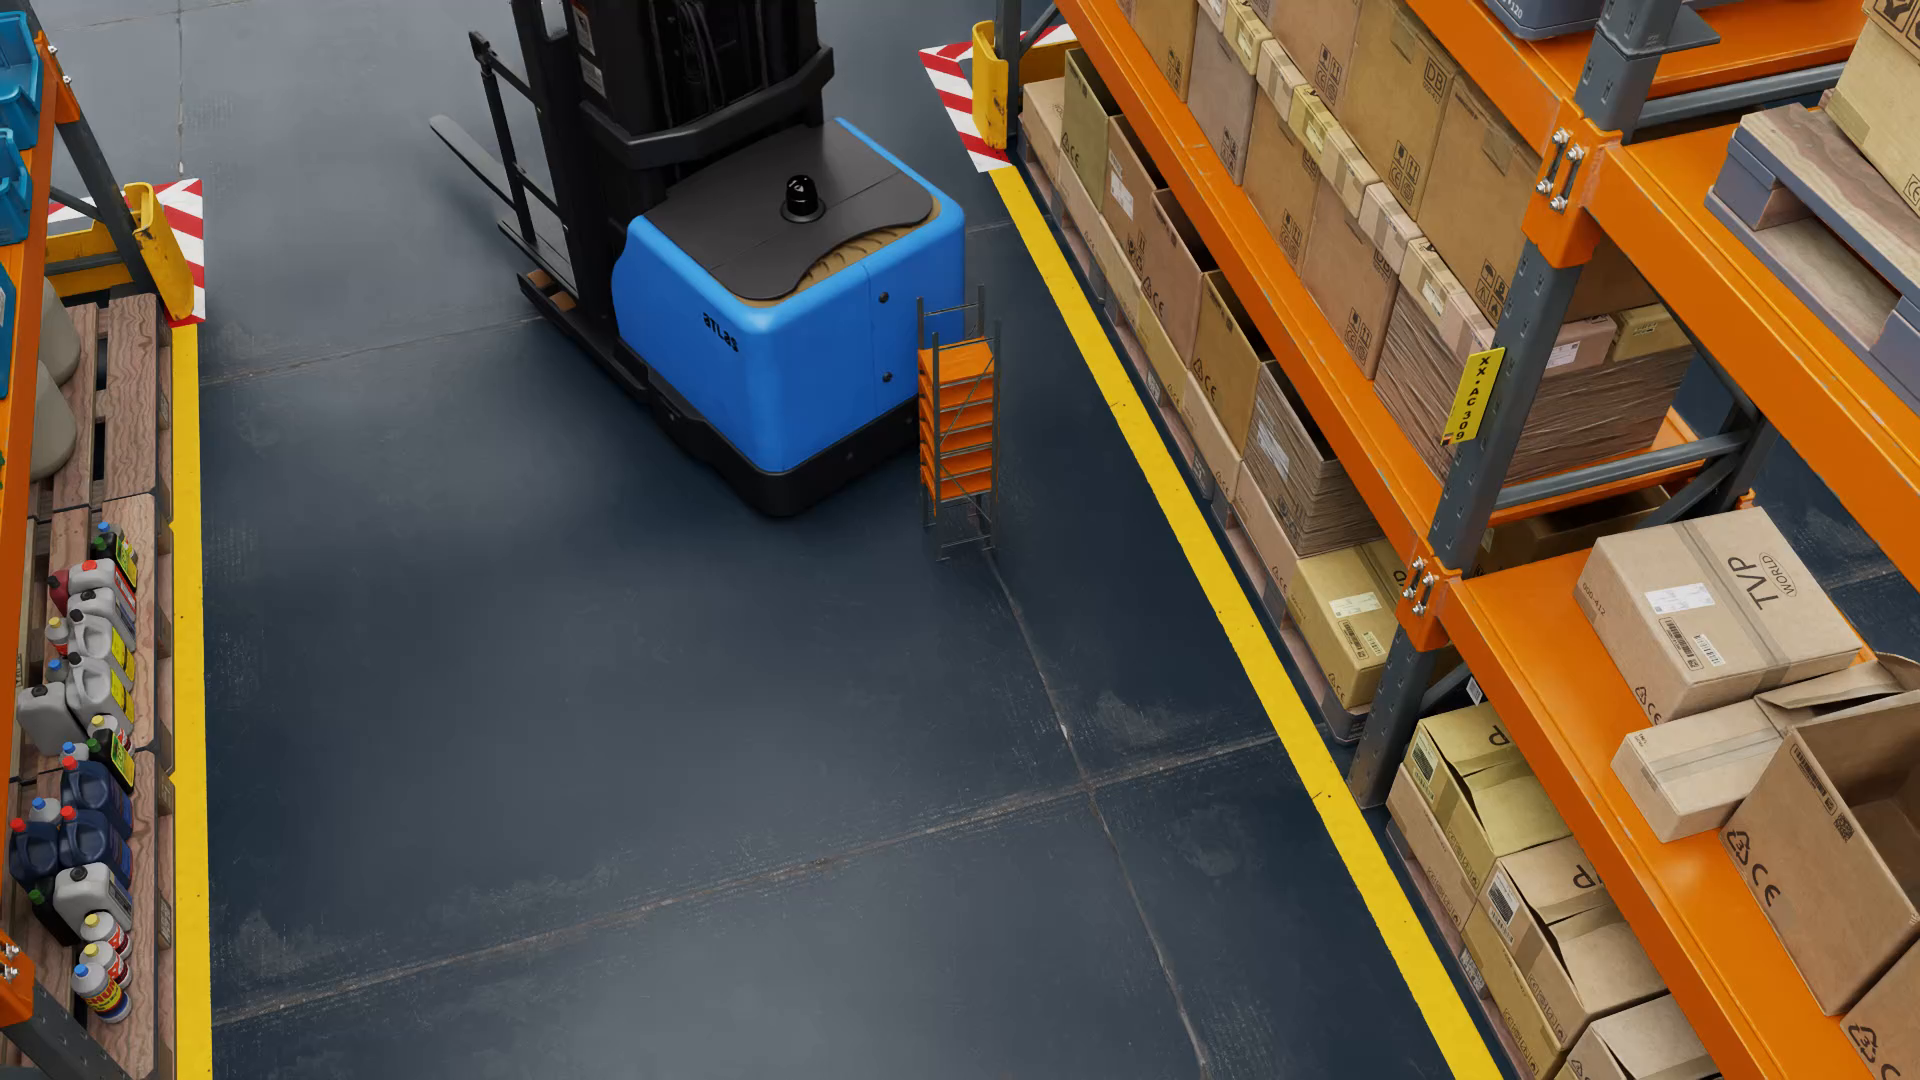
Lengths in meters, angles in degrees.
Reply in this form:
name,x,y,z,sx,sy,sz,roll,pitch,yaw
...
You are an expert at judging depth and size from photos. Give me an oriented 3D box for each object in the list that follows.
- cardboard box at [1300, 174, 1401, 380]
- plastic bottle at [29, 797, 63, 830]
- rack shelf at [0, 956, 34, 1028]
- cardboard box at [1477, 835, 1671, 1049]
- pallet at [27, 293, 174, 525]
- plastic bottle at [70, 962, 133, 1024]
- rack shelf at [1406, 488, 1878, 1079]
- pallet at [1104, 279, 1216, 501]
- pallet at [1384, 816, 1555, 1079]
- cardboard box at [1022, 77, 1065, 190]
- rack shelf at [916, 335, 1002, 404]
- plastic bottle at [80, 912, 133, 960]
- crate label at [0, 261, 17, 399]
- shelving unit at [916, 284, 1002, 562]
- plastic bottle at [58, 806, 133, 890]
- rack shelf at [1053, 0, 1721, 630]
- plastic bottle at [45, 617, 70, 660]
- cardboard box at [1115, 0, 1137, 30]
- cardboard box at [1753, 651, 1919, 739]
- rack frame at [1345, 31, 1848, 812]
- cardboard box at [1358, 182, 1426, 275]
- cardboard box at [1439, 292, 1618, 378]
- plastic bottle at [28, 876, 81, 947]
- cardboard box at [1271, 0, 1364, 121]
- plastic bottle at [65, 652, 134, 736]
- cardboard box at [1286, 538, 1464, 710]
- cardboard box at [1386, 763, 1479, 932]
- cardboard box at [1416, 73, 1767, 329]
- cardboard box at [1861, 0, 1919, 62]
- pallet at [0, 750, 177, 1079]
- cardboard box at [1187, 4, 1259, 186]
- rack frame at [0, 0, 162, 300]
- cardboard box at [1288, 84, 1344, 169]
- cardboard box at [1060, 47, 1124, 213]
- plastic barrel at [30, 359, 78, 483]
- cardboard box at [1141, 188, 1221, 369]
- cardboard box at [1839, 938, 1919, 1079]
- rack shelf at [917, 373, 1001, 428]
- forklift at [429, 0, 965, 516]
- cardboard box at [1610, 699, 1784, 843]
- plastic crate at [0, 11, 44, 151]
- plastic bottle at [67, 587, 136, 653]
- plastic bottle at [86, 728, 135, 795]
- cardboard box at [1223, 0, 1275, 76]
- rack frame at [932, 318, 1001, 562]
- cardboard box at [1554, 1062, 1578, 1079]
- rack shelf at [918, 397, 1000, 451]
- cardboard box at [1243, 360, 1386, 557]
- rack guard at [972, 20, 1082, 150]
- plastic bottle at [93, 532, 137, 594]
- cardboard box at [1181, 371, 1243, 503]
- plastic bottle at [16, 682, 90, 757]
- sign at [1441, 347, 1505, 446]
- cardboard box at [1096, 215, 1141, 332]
name,x,y,z,sx,sy,sz,roll,pitch,yaw
cardboard box,1.544,-0.925,5.292,0.700,0.500,0.500,-14,51,-11
plastic bottle,-2.890,0.906,5.310,0.097,0.271,0.097,0,50,0
rack shelf,-2.298,2.623,2.837,1.077,0.370,4.000,-13,51,-11
cardboard box,1.871,1.109,4.800,0.500,0.311,0.500,-14,51,-11
pallet,-3.769,-0.453,6.783,1.003,0.211,1.213,-13,51,-11
plastic bottle,-2.565,1.336,4.948,0.097,0.271,0.097,0,50,0
rack shelf,2.435,1.506,3.779,1.077,0.370,4.000,-13,51,-11
pallet,1.284,-0.771,7.051,1.003,0.211,1.213,-13,51,-11
pallet,2.099,1.241,5.355,1.003,0.211,1.213,-13,51,-11
cardboard box,0.607,-1.915,7.716,0.500,0.250,0.500,-13,51,-11
rack shelf,-0.004,-0.601,5.849,0.258,0.103,0.180,-13,51,-11
plastic bottle,-2.625,1.210,5.100,0.097,0.201,0.097,0,50,0
crate label,-3.269,-0.719,5.161,0.502,0.435,0.616,-13,51,-11
shelving unit,-0.004,-0.397,6.090,0.258,1.200,0.189,-13,51,-11
plastic bottle,-2.731,0.959,5.214,0.144,0.351,0.185,-12,51,-10
rack shelf,1.252,-1.415,6.242,1.077,0.370,4.000,-13,51,-11
plastic bottle,-3.134,0.345,5.829,0.097,0.201,0.097,0,50,0
cardboard box,0.947,-2.414,6.547,0.700,0.500,0.500,-12,51,-10
cardboard box,2.279,0.457,4.280,0.396,0.266,0.258,-14,51,-12
rack frame,1.844,-0.187,4.735,1.000,3.000,0.127,-13,51,-11
cardboard box,1.408,-0.950,4.889,0.380,0.149,0.250,-15,51,-12
cardboard box,1.559,-0.578,4.575,0.380,0.149,0.250,-13,51,-11
plastic bottle,-2.788,1.127,5.116,0.061,0.283,0.133,-13,51,-11
cardboard box,1.408,-1.694,5.092,0.700,0.500,0.500,-13,51,-11
plastic bottle,-2.913,0.511,5.592,0.144,0.351,0.185,-14,51,-11
cardboard box,1.498,0.275,5.870,0.500,0.250,0.500,-13,51,-11
cardboard box,1.726,0.915,5.330,0.500,0.250,0.500,-14,51,-12
cardboard box,1.707,-0.960,4.473,0.700,0.500,0.500,-13,51,-11
cardboard box,1.989,-1.023,2.811,0.500,0.500,0.500,-13,51,-11
pallet,-3.048,1.329,5.281,1.003,0.211,1.213,-13,51,-11
cardboard box,1.247,-1.666,5.917,0.700,0.500,0.500,-12,51,-10
rack frame,-4.072,-1.991,6.256,1.000,3.000,0.127,-13,51,-11
cardboard box,1.260,-1.322,5.202,0.380,0.149,0.250,-14,51,-11
cardboard box,0.757,-1.792,7.122,0.500,0.500,0.500,-13,51,-11
plastic barrel,-3.656,-0.495,6.347,0.421,0.512,0.421,0,50,0
cardboard box,1.048,-1.061,6.505,0.500,0.500,0.500,-13,51,-11
cardboard box,2.359,1.096,3.588,0.500,0.500,0.500,-13,51,-11
rack shelf,-0.004,-0.523,5.940,0.258,0.103,0.180,-13,51,-11
forklift,-1.303,-2.097,6.391,1.130,2.935,3.031,-33,57,-25
cardboard box,1.911,0.588,4.247,0.380,0.149,0.250,-13,51,-11
plastic crate,-3.638,-1.645,6.062,0.499,0.251,0.616,-13,51,-11
plastic bottle,-3.021,0.279,5.836,0.152,0.276,0.135,-15,51,-12
plastic bottle,-2.796,0.713,5.465,0.061,0.283,0.133,-11,51,-9
cardboard box,1.103,-1.699,5.520,0.380,0.149,0.250,-12,51,-10
rack frame,0.023,-0.330,6.034,0.240,1.200,0.006,-13,51,-11
cardboard box,2.032,1.666,4.697,0.500,0.250,0.500,-15,51,-12
rack shelf,-0.004,-0.446,6.032,0.258,0.103,0.180,-13,51,-11
cardboard box,1.361,-0.334,5.893,0.500,0.500,0.500,-13,51,-11
rack guard,0.654,-2.320,8.168,1.175,0.500,0.348,-13,51,-11
plastic bottle,-3.058,0.066,6.011,0.061,0.283,0.133,-12,51,-10
cardboard box,1.198,-0.454,6.484,0.500,0.250,0.500,-13,51,-11
plastic bottle,-3.047,0.587,5.577,0.152,0.276,0.135,-13,51,-11
sign,1.314,-0.365,4.267,0.100,0.325,0.005,-13,51,-11
cardboard box,0.906,-1.186,7.101,0.500,0.250,0.500,-13,51,-11
